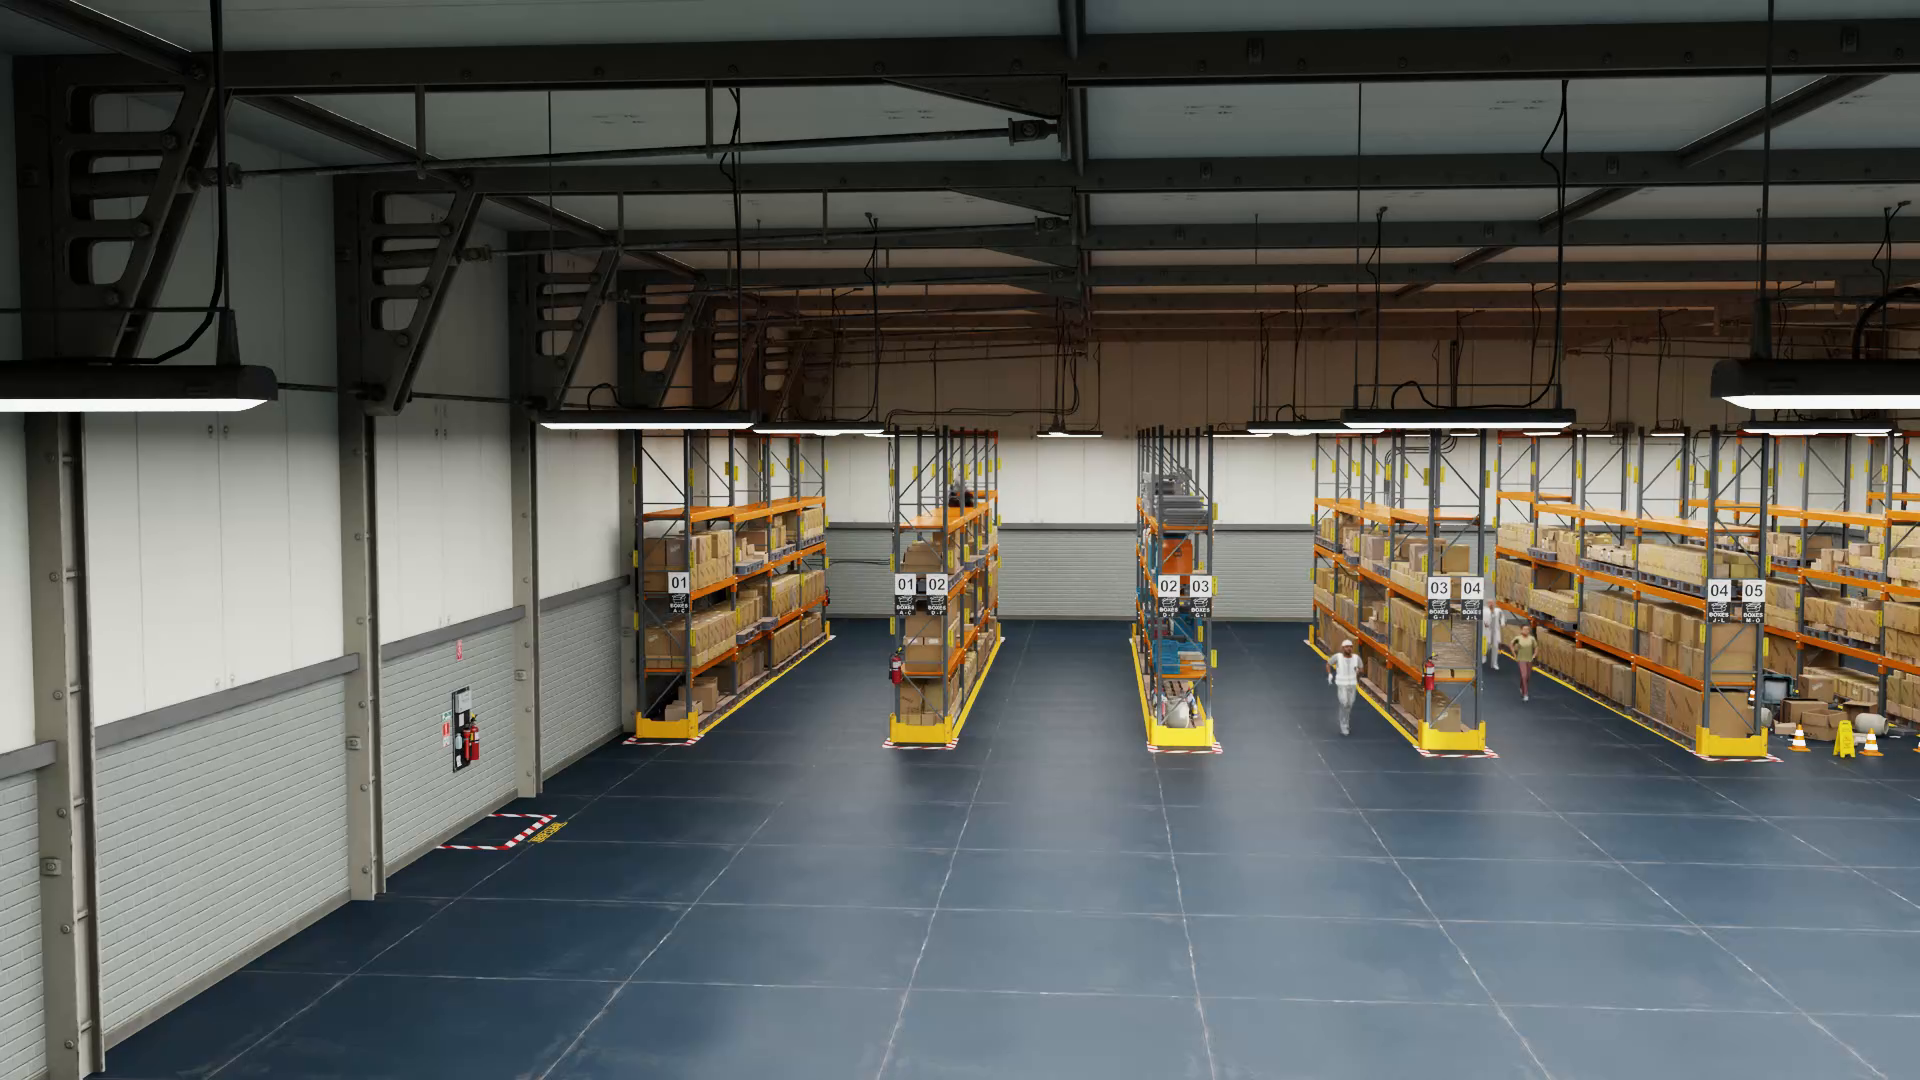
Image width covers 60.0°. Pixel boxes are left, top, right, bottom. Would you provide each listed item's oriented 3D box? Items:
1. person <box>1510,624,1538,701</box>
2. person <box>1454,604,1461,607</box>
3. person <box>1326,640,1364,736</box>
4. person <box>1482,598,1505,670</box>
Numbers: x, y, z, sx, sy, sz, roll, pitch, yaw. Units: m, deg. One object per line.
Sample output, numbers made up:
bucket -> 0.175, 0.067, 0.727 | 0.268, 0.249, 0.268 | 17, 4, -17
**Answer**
person -> 12.512, 2.689, 36.880 | 0.591, 1.667, 0.850 | 0, 3, 4
person -> 13.990, 2.039, 46.721 | 0.637, 1.715, 0.699 | -2, 4, -35
person -> 7.559, 2.868, 32.558 | 0.664, 1.843, 0.799 | 0, 3, -8
person -> 13.323, 2.333, 41.666 | 0.724, 1.742, 1.079 | 0, 3, 5
